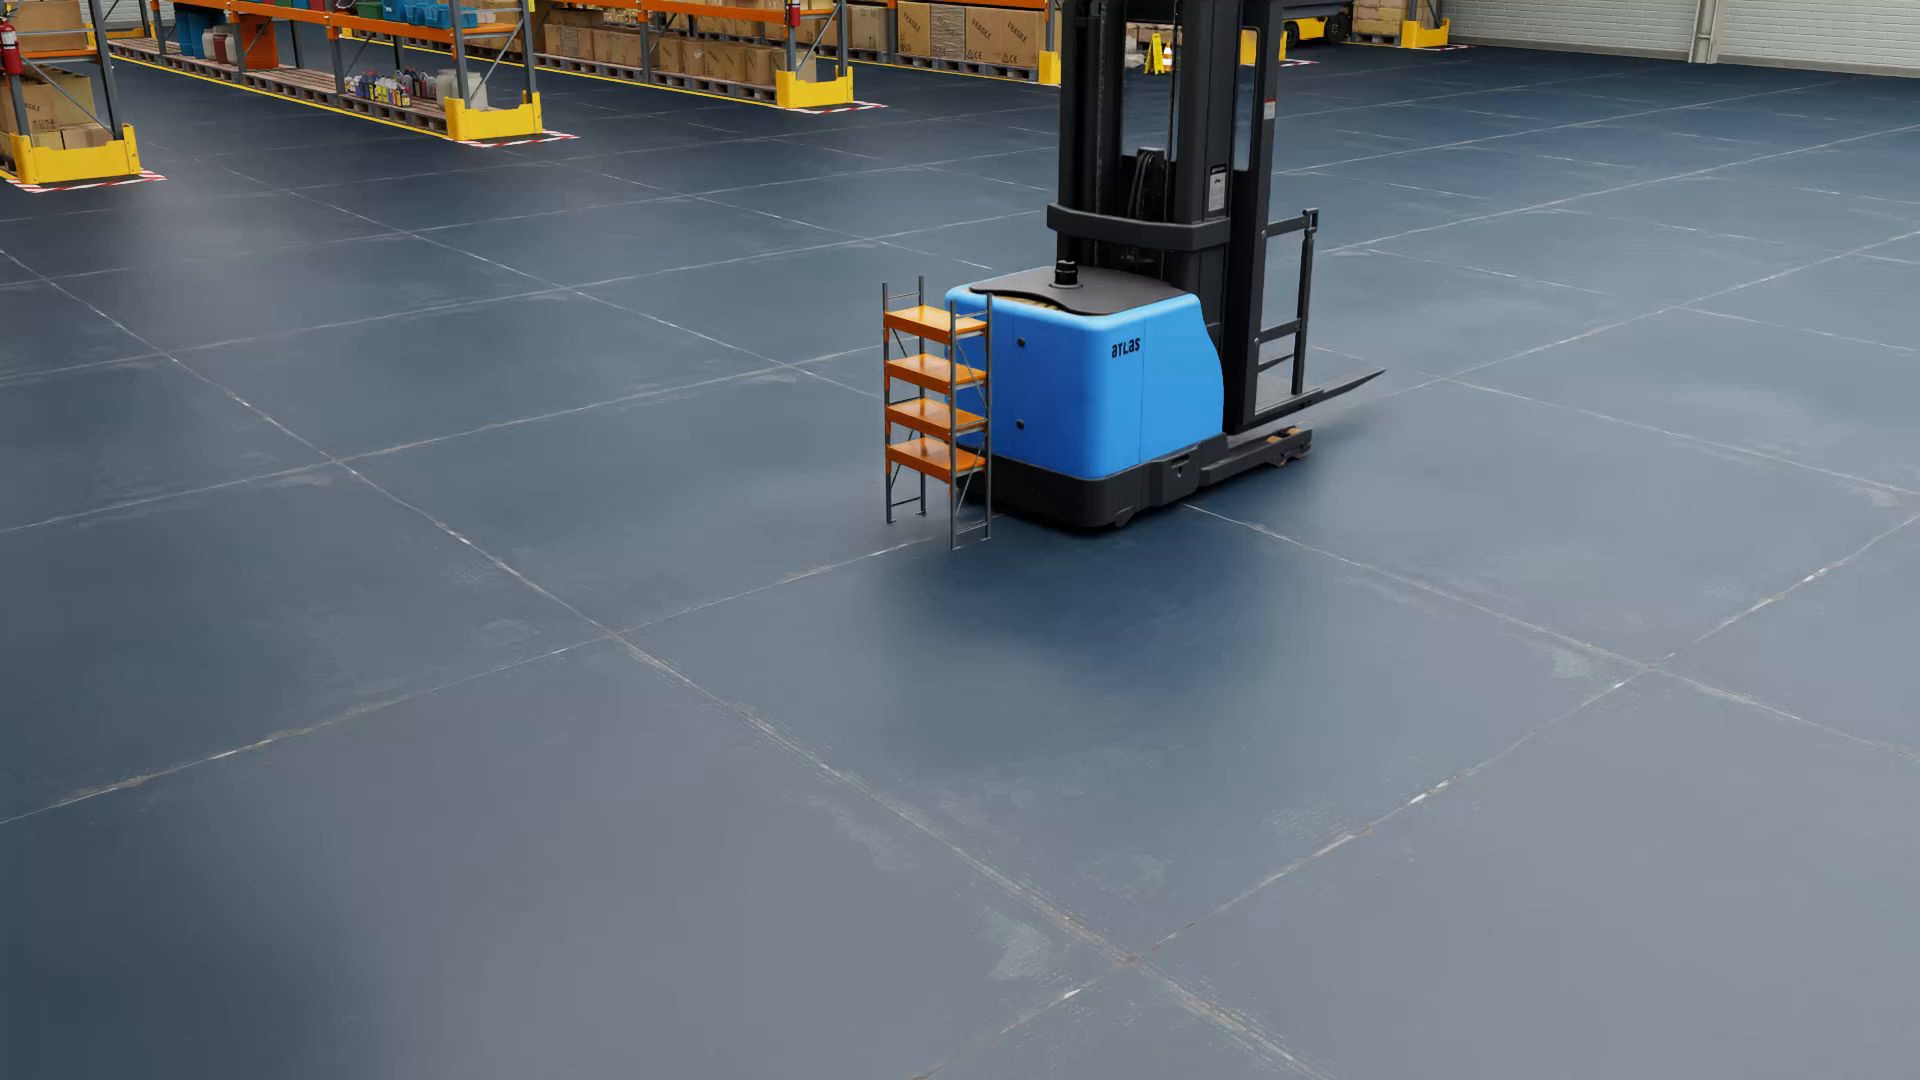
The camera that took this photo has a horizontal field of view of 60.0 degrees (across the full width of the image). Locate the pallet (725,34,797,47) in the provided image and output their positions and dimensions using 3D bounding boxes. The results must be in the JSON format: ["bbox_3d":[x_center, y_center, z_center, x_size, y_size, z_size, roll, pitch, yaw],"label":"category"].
[{"bbox_3d":[-3.953,-9.980,33.176,1.003,0.211,1.213,-17,27,-37],"label":"pallet"}]

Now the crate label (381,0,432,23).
[{"bbox_3d":[-7.204,-6.981,21.646,0.502,0.435,0.616,-17,27,-37],"label":"crate label"}]

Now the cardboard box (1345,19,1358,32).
[{"bbox_3d":[8.036,-10.491,33.851,0.500,0.250,0.500,-17,27,-37],"label":"cardboard box"}]

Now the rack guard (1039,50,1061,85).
[{"bbox_3d":[1.793,-7.682,26.911,1.175,0.500,0.348,-17,27,-37],"label":"rack guard"}]

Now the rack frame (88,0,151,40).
[{"bbox_3d":[-16.242,-10.941,31.805,1.000,3.000,0.127,-17,27,-37],"label":"rack frame"}]

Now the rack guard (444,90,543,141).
[{"bbox_3d":[-5.883,-5.366,21.000,1.175,0.500,0.348,-17,27,-37],"label":"rack guard"}]

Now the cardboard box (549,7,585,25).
[{"bbox_3d":[-6.808,-9.122,28.957,0.500,0.250,0.500,-16,27,-35],"label":"cardboard box"}]

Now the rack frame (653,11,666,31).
[{"bbox_3d":[-6.055,-12.168,34.937,1.000,3.000,0.127,-17,27,-37],"label":"rack frame"}]

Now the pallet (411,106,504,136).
[{"bbox_3d":[-6.410,-5.458,21.629,1.003,0.211,1.213,-17,27,-37],"label":"pallet"}]

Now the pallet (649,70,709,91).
[{"bbox_3d":[-4.192,-7.329,26.407,1.003,0.211,1.213,-17,27,-37],"label":"pallet"}]

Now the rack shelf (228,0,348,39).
[{"bbox_3d":[-9.715,-7.843,24.882,1.077,0.370,4.000,-17,27,-37],"label":"rack shelf"}]

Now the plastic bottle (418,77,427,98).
[{"bbox_3d":[-7.411,-6.243,22.931,0.061,0.283,0.133,-17,27,-37],"label":"plastic bottle"}]

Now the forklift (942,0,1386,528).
[{"bbox_3d":[1.285,-1.874,8.749,1.130,2.935,3.031,19,28,40],"label":"forklift"}]

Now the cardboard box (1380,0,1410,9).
[{"bbox_3d":[8.683,-10.675,32.950,0.500,0.250,0.500,-16,27,-36],"label":"cardboard box"}]

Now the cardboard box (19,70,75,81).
[{"bbox_3d":[-10.398,-5.081,19.009,0.500,0.500,0.500,-17,27,-37],"label":"cardboard box"}]

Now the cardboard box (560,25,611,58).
[{"bbox_3d":[-6.444,-8.620,28.704,0.500,0.500,0.700,20,29,41],"label":"cardboard box"}]

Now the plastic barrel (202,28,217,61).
[{"bbox_3d":[-12.526,-8.346,28.014,0.421,0.512,0.421,0,21,0],"label":"plastic barrel"}]

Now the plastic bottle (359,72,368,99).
[{"bbox_3d":[-8.197,-6.275,22.922,0.144,0.351,0.185,-17,27,-36],"label":"plastic bottle"}]

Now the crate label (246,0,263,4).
[{"bbox_3d":[-10.576,-8.408,25.290,0.502,0.435,0.616,-17,27,-37],"label":"crate label"}]

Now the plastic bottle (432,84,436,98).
[{"bbox_3d":[-7.233,-6.204,22.944,0.097,0.201,0.097,0,21,0],"label":"plastic bottle"}]

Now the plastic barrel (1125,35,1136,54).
[{"bbox_3d":[2.967,-9.069,30.559,0.512,0.421,0.421,0,21,-1],"label":"plastic barrel"}]

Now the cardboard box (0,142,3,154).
[{"bbox_3d":[-10.462,-4.471,18.480,0.500,0.250,0.500,-17,27,-37],"label":"cardboard box"}]

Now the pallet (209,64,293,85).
[{"bbox_3d":[-11.566,-7.640,27.201,1.003,0.211,1.213,-17,27,-37],"label":"pallet"}]

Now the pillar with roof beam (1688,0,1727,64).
[{"bbox_3d":[10.103,-11.759,25.668,9.100,9.000,0.400,-17,27,-37],"label":"pillar with roof beam"}]

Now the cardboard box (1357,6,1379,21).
[{"bbox_3d":[8.346,-10.590,33.419,0.500,0.250,0.500,-18,28,-38],"label":"cardboard box"}]

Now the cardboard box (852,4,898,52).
[{"bbox_3d":[-1.307,-9.256,30.011,1.050,0.750,0.750,-18,27,-38],"label":"cardboard box"}]

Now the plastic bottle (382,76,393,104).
[{"bbox_3d":[-7.674,-6.054,22.357,0.144,0.351,0.185,-16,27,-35],"label":"plastic bottle"}]

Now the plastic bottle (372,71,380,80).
[{"bbox_3d":[-8.087,-6.310,23.009,0.144,0.351,0.185,-17,27,-37],"label":"plastic bottle"}]

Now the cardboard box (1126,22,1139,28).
[{"bbox_3d":[3.390,-10.056,31.711,0.500,0.500,0.500,-16,27,-35],"label":"cardboard box"}]

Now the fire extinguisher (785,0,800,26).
[{"bbox_3d":[-2.320,-7.522,23.182,0.296,0.674,0.183,-17,27,-37],"label":"fire extinguisher"}]

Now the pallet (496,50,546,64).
[{"bbox_3d":[-7.725,-8.847,30.283,1.003,0.211,1.213,-17,27,-37],"label":"pallet"}]

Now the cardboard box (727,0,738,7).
[{"bbox_3d":[-3.217,-7.954,24.522,0.380,0.149,0.250,-17,27,-37],"label":"cardboard box"}]

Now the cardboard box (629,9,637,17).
[{"bbox_3d":[-6.876,-11.327,35.717,0.380,0.149,0.250,-19,28,-39],"label":"cardboard box"}]

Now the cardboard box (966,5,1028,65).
[{"bbox_3d":[0.709,-8.473,27.841,0.875,0.875,0.875,-18,28,-38],"label":"cardboard box"}]

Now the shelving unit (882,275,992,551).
[{"bbox_3d":[-0.108,-0.604,7.882,0.258,1.200,0.503,-17,27,-37],"label":"shelving unit"}]

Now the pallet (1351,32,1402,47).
[{"bbox_3d":[8.689,-10.144,33.594,1.003,0.211,1.213,-17,27,-37],"label":"pallet"}]

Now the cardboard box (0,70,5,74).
[{"bbox_3d":[-11.118,-5.095,19.046,0.500,0.500,0.500,-17,27,-37],"label":"cardboard box"}]

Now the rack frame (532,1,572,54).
[{"bbox_3d":[-7.268,-9.910,29.172,1.000,3.000,0.127,-17,27,-37],"label":"rack frame"}]

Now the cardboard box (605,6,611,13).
[{"bbox_3d":[-7.617,-11.725,36.733,0.380,0.149,0.250,-16,26,-35],"label":"cardboard box"}]

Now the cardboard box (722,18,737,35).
[{"bbox_3d":[-4.408,-10.358,33.169,0.500,0.500,0.500,-16,27,-35],"label":"cardboard box"}]

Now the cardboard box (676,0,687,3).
[{"bbox_3d":[-4.104,-8.276,25.346,0.380,0.149,0.250,-17,27,-37],"label":"cardboard box"}]

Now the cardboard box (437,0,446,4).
[{"bbox_3d":[-9.446,-10.049,31.865,1.225,0.875,0.875,-17,27,-37],"label":"cardboard box"}]

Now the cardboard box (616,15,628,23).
[{"bbox_3d":[-7.245,-11.349,36.180,0.380,0.149,0.250,-18,27,-38],"label":"cardboard box"}]

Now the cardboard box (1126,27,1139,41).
[{"bbox_3d":[3.388,-9.707,31.849,0.500,0.250,0.500,-16,26,-34],"label":"cardboard box"}]

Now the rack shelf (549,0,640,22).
[{"bbox_3d":[-5.962,-9.022,27.893,1.077,0.370,4.000,-17,27,-37],"label":"rack shelf"}]

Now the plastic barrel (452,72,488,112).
[{"bbox_3d":[-6.286,-5.721,21.314,0.421,0.512,0.421,0,21,0],"label":"plastic barrel"}]

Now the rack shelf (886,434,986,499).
[{"bbox_3d":[-0.108,-0.357,7.979,0.258,0.148,0.480,-17,27,-37],"label":"rack shelf"}]

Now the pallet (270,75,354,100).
[{"bbox_3d":[-9.752,-6.872,25.240,1.003,0.211,1.213,-17,27,-37],"label":"pallet"}]

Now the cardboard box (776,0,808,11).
[{"bbox_3d":[-2.388,-7.612,23.650,0.380,0.149,0.250,-17,27,-37],"label":"cardboard box"}]

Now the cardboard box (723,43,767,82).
[{"bbox_3d":[-3.251,-7.242,25.213,0.500,0.500,0.500,-14,26,-33],"label":"cardboard box"}]

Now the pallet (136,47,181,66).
[{"bbox_3d":[-14.140,-8.731,29.987,1.003,0.211,1.213,-17,27,-37],"label":"pallet"}]

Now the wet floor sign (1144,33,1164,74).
[{"bbox_3d":[3.297,-8.219,28.085,0.232,0.644,0.267,17,27,36],"label":"wet floor sign"}]
